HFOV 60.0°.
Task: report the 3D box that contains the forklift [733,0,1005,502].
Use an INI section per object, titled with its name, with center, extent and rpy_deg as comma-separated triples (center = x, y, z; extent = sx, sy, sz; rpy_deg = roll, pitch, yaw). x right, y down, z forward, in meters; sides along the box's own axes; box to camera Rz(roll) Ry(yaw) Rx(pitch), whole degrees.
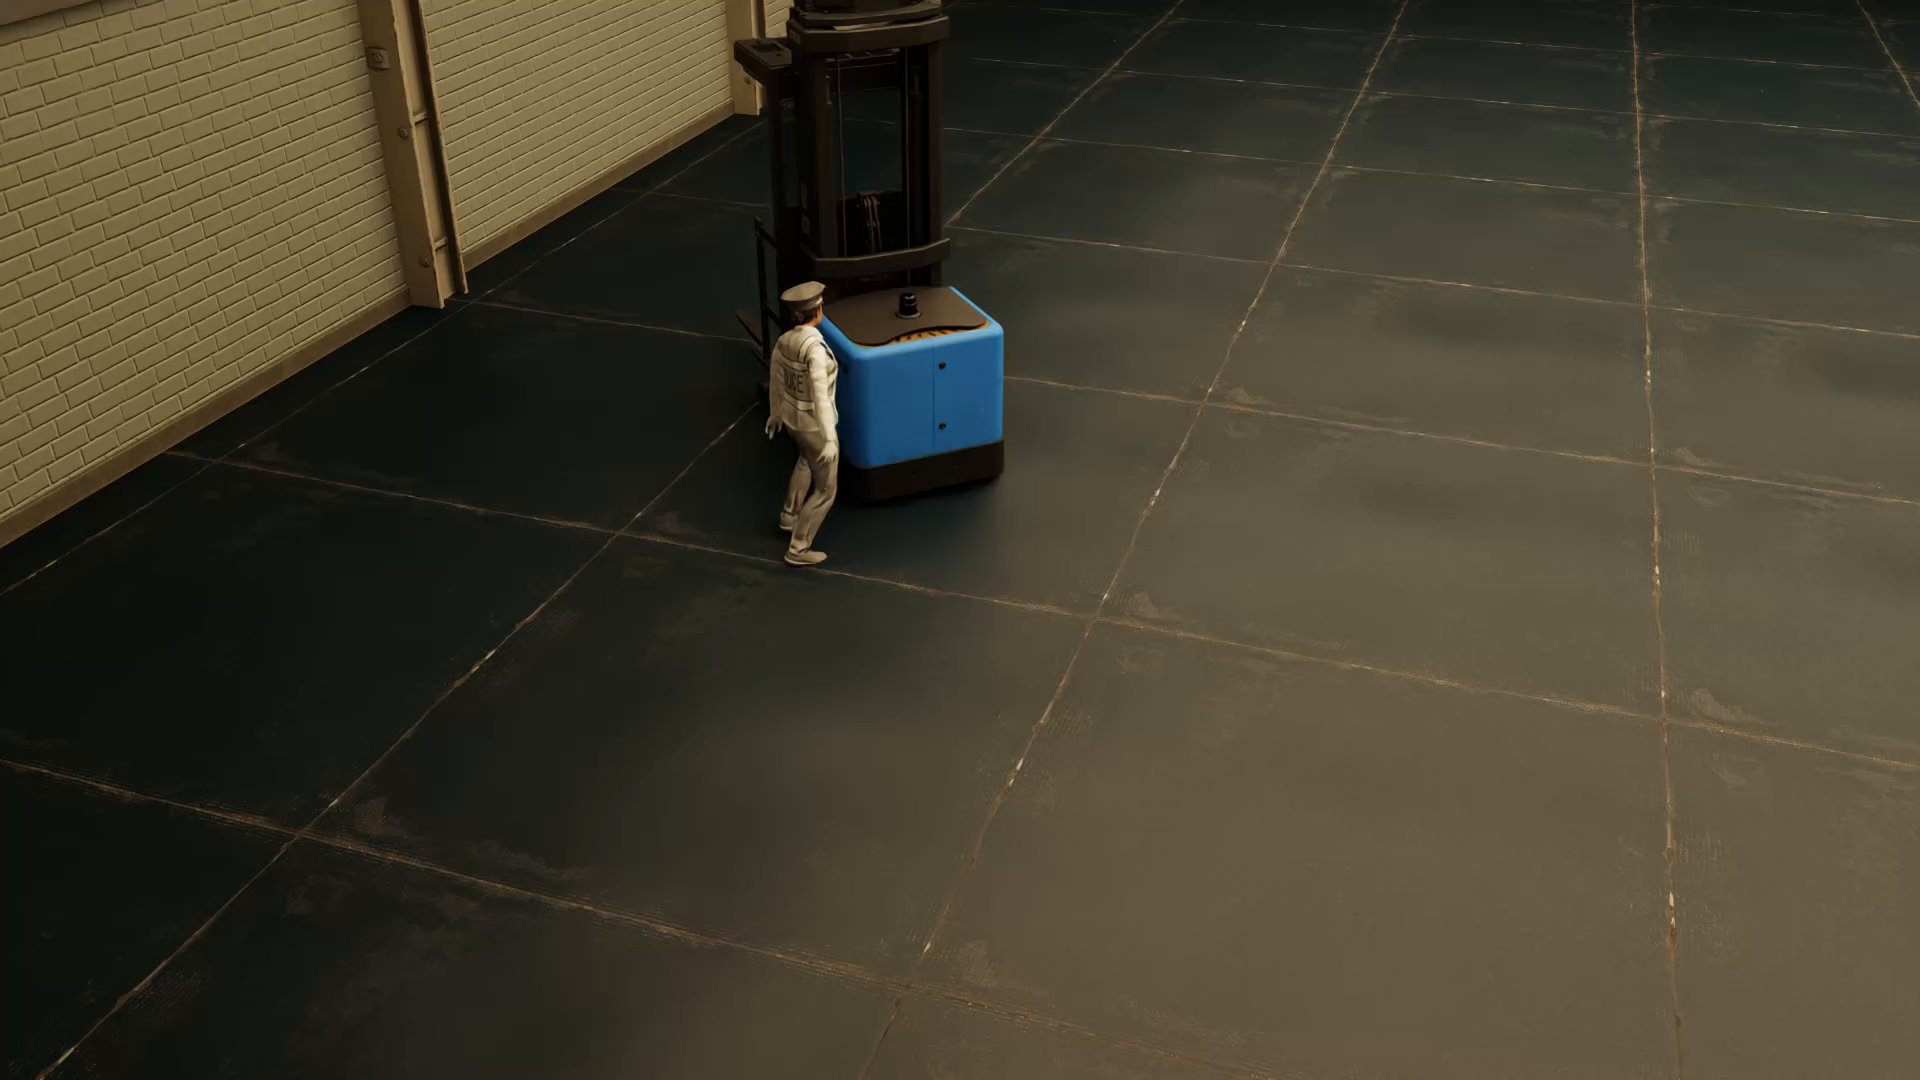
[forklift]
center = -0.785, -2.218, 11.027
extent = 1.130, 2.935, 3.031
rpy_deg = -13, 32, -21

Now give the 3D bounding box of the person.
[person]
center = -0.907, -0.638, 9.626
extent = 0.449, 1.655, 0.812
rpy_deg = -16, 34, -26
